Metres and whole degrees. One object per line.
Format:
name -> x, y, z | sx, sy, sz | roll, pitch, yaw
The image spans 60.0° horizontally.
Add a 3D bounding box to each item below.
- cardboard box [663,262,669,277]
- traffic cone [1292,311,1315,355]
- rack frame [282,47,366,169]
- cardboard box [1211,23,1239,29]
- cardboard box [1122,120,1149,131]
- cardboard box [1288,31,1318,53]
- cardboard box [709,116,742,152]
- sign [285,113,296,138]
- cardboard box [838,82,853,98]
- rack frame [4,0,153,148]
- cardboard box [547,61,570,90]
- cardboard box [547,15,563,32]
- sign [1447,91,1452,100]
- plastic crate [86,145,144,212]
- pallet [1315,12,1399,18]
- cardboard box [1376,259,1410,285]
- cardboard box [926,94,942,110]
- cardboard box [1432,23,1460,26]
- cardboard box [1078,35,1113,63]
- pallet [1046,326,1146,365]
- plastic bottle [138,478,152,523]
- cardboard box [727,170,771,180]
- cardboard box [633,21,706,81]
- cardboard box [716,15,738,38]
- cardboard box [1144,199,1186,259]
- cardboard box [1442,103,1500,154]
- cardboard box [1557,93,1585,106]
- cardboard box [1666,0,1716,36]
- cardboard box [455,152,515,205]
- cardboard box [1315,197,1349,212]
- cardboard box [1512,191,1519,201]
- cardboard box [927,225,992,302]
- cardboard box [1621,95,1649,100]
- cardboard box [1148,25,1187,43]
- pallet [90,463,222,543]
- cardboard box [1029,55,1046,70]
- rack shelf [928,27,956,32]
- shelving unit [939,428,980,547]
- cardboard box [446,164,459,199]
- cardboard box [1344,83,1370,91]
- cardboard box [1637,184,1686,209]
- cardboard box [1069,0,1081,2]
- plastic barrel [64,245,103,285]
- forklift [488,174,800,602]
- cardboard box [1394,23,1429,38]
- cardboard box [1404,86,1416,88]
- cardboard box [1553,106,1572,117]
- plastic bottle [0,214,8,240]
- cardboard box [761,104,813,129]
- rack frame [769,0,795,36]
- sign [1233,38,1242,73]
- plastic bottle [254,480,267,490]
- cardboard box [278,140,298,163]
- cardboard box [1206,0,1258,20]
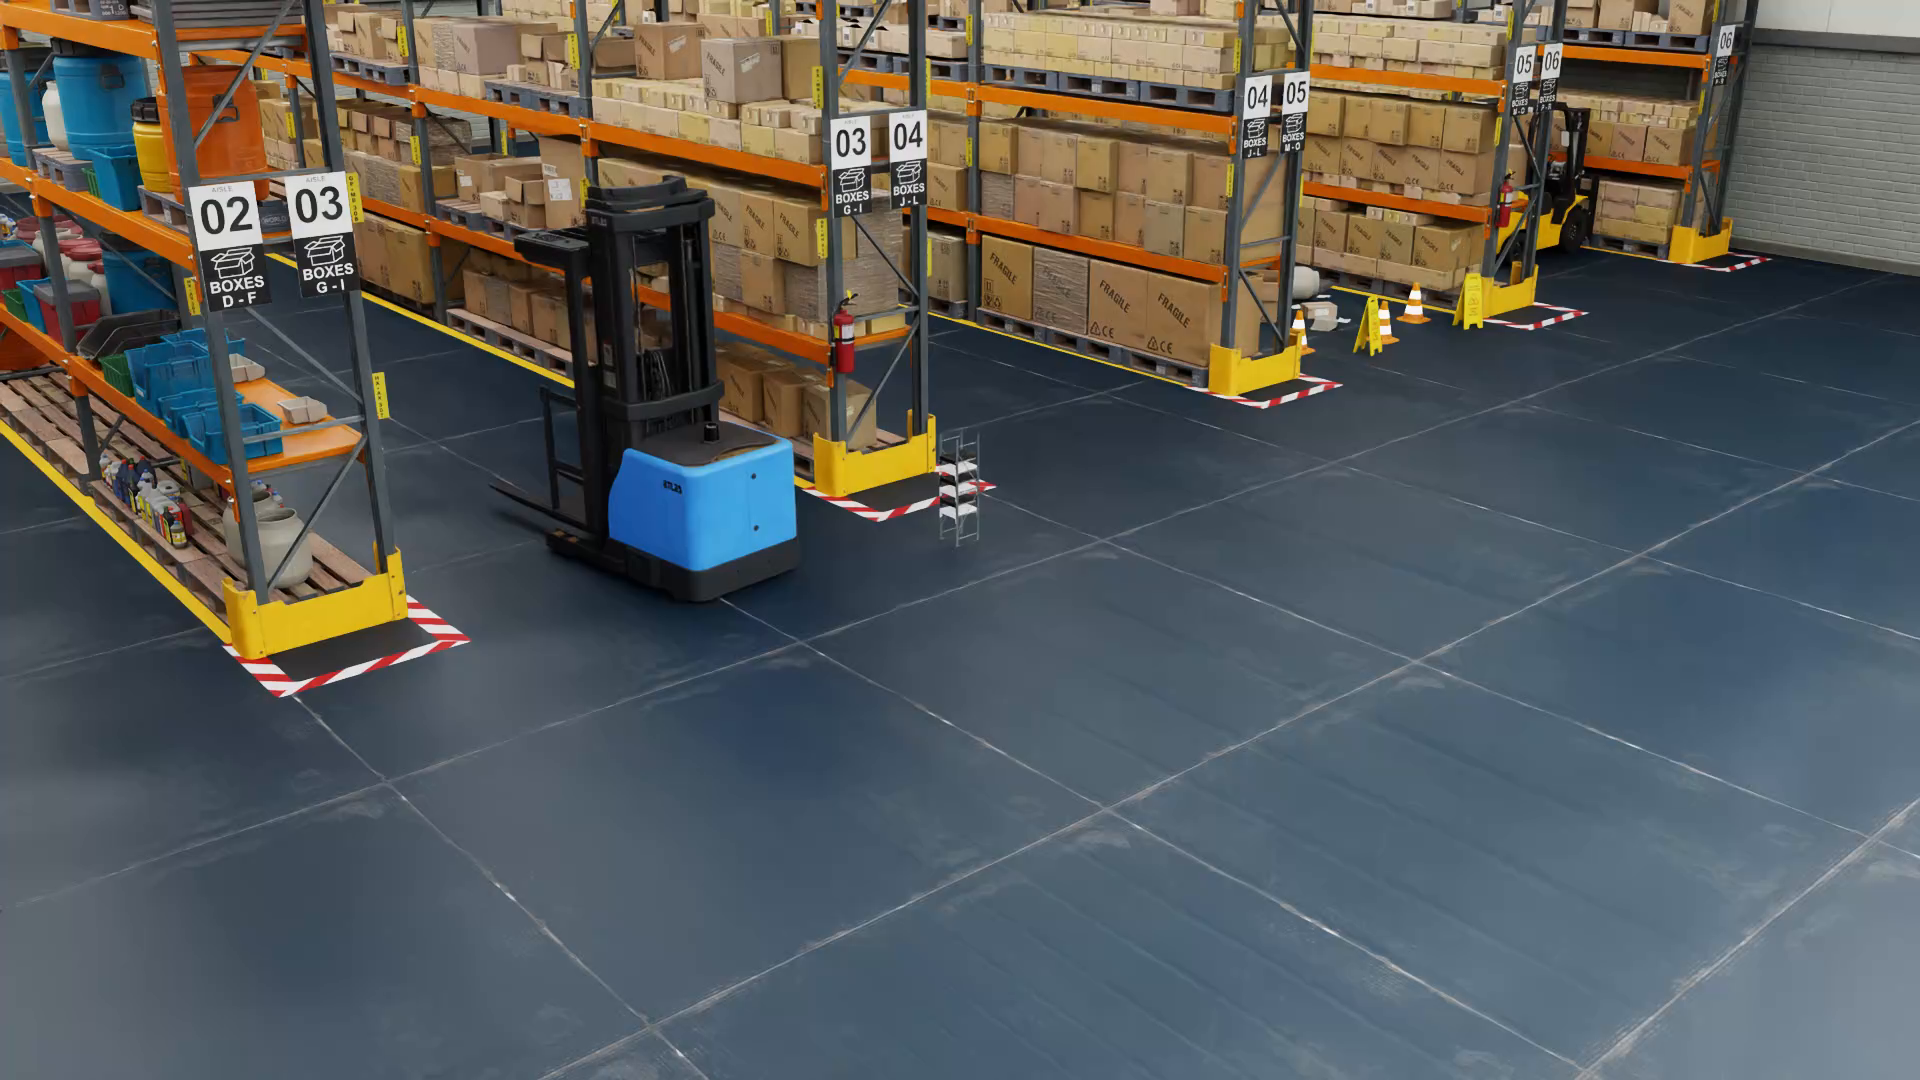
cardboard box -> -2.360, -2.812, 16.004 | 0.875, 0.500, 0.500 | -17, 27, -37
traffic cone -> 3.854, -2.377, 18.920 | 0.336, 0.463, 0.334 | -17, 27, -37
rack frame -> -8.532, -5.237, 22.741 | 1.000, 3.000, 0.127 | -17, 27, -37
cardboard box -> 2.818, -5.275, 17.264 | 0.380, 0.149, 0.250 | -18, 28, -38
cardboard box -> 2.723, -6.264, 24.244 | 0.500, 0.500, 0.500 | -19, 28, -39
cardboard box -> 4.621, -6.524, 21.712 | 0.500, 0.250, 0.500 | -18, 28, -38
cardboard box -> -1.862, -3.602, 14.659 | 0.500, 0.250, 0.500 | -17, 27, -36
sign -> -8.951, -5.544, 22.230 | 0.100, 0.325, 0.005 | -17, 27, -37
cardboard box -> -1.860, -7.850, 29.277 | 0.500, 0.500, 0.500 | -18, 28, -39
rack frame -> -7.062, -4.641, 12.993 | 1.000, 3.000, 0.127 | -17, 27, -37
cardboard box -> -3.999, -4.792, 17.101 | 0.396, 0.266, 0.258 | -16, 27, -36
cardboard box -> -6.205, -8.206, 26.414 | 0.500, 0.250, 0.500 | -18, 27, -38
sign -> 7.551, -6.938, 25.607 | 0.100, 0.325, 0.005 | -17, 27, -37
plastic crate -> -5.924, -2.586, 11.884 | 0.392, 0.384, 0.575 | -17, 27, -37
pallet -> 6.588, -8.507, 27.238 | 1.003, 0.211, 1.213 | -16, 26, -35
cardboard box -> 5.745, -3.500, 21.501 | 0.500, 0.250, 0.500 | -17, 27, -37
cardboard box -> -0.280, -7.287, 27.495 | 0.500, 0.250, 0.500 | -17, 27, -37
cardboard box -> 6.097, -6.360, 20.748 | 0.380, 0.149, 0.250 | -18, 27, -38
cardboard box -> 1.612, -5.267, 17.790 | 0.500, 0.250, 0.500 | -17, 27, -37
pallet -> 1.752, -2.315, 19.104 | 1.003, 0.211, 1.213 | -17, 27, -37
plastic bottle -> -6.449, -0.327, 13.235 | 0.144, 0.351, 0.185 | -18, 27, -38
cardboard box -> -1.831, -3.203, 15.632 | 0.500, 0.500, 0.500 | -17, 27, -37
cardboard box -> -2.823, -4.777, 16.224 | 0.500, 0.500, 0.500 | -18, 28, -39
cardboard box -> -2.999, -6.960, 22.890 | 0.500, 0.500, 0.500 | -17, 27, -37
cardboard box -> 2.473, -3.382, 17.801 | 0.875, 0.550, 0.550 | -17, 27, -37
cardboard box -> 6.310, -5.020, 20.272 | 0.700, 0.500, 0.500 | -18, 28, -39
cardboard box -> 9.016, -6.495, 24.519 | 0.380, 0.149, 0.250 | -17, 27, -37
cardboard box -> 10.093, -7.213, 22.823 | 0.500, 0.500, 0.500 | -16, 27, -36
cardboard box -> -5.538, -4.234, 19.468 | 0.500, 0.500, 0.500 | 18, 28, 39
cardboard box -> 4.930, -4.460, 22.036 | 0.380, 0.149, 0.250 | -16, 26, -34
cardboard box -> 6.744, -4.306, 20.710 | 0.380, 0.149, 0.250 | -17, 27, -37
cardboard box -> 0.041, -3.477, 20.758 | 1.050, 0.750, 0.750 | -18, 27, -38
cardboard box -> 9.840, -6.382, 24.232 | 0.380, 0.149, 0.250 | -16, 27, -36
cardboard box -> 2.149, -5.191, 17.049 | 0.380, 0.149, 0.250 | -17, 27, -37
pallet -> -6.655, -0.353, 14.097 | 1.003, 0.211, 1.213 | -17, 27, -37
cardboard box -> 0.990, -5.310, 18.446 | 0.380, 0.149, 0.250 | -18, 28, -38
rack shelf -> 0.281, -8.105, 26.937 | 1.077, 0.370, 4.000 | -17, 27, -37
shelving unit -> -0.005, -0.421, 13.326 | 0.258, 0.900, 0.210 | -17, 27, -37
cardboard box -> -6.032, -4.377, 20.409 | 0.500, 0.500, 0.500 | -16, 27, -36
cardboard box -> 6.476, -7.359, 27.133 | 0.380, 0.149, 0.250 | -18, 28, -39
cardboard box -> 10.030, -4.897, 23.696 | 0.500, 0.250, 0.500 | -16, 27, -36
cardboard box -> 2.229, -10.317, 31.398 | 0.500, 0.250, 0.500 | -17, 27, -37
plastic barrel -> -7.999, -2.430, 15.388 | 0.433, 0.535, 0.433 | 0, 21, 0
forklift -> -2.658, -1.346, 12.901 | 3.031, 2.935, 1.130 | 19, 28, 39
cardboard box -> 5.613, -6.331, 20.673 | 0.380, 0.149, 0.250 | -18, 28, -39
cardboard box -> 7.409, -7.286, 26.947 | 0.380, 0.149, 0.250 | -18, 28, -38
cardboard box -> 8.959, -6.334, 24.516 | 0.380, 0.149, 0.250 | -18, 28, -38
plastic bottle -> -10.616, -3.474, 18.411 | 0.152, 0.276, 0.135 | -17, 27, -37
cardboard box -> -1.459, -3.585, 14.071 | 0.380, 0.149, 0.250 | -19, 28, -40
rack frame -> -2.097, -8.078, 21.768 | 1.000, 3.000, 0.127 | -17, 27, -37
sign -> 2.705, -4.721, 16.205 | 0.100, 0.325, 0.005 | -17, 27, -37
plastic bottle -> -5.622, -0.346, 13.393 | 0.097, 0.271, 0.097 | 0, 21, 0
cardboard box -> -9.019, -5.365, 22.866 | 0.500, 0.250, 0.500 | -18, 28, -38
cardboard box -> 3.723, -7.270, 22.765 | 0.500, 0.250, 0.500 | -17, 27, -36
